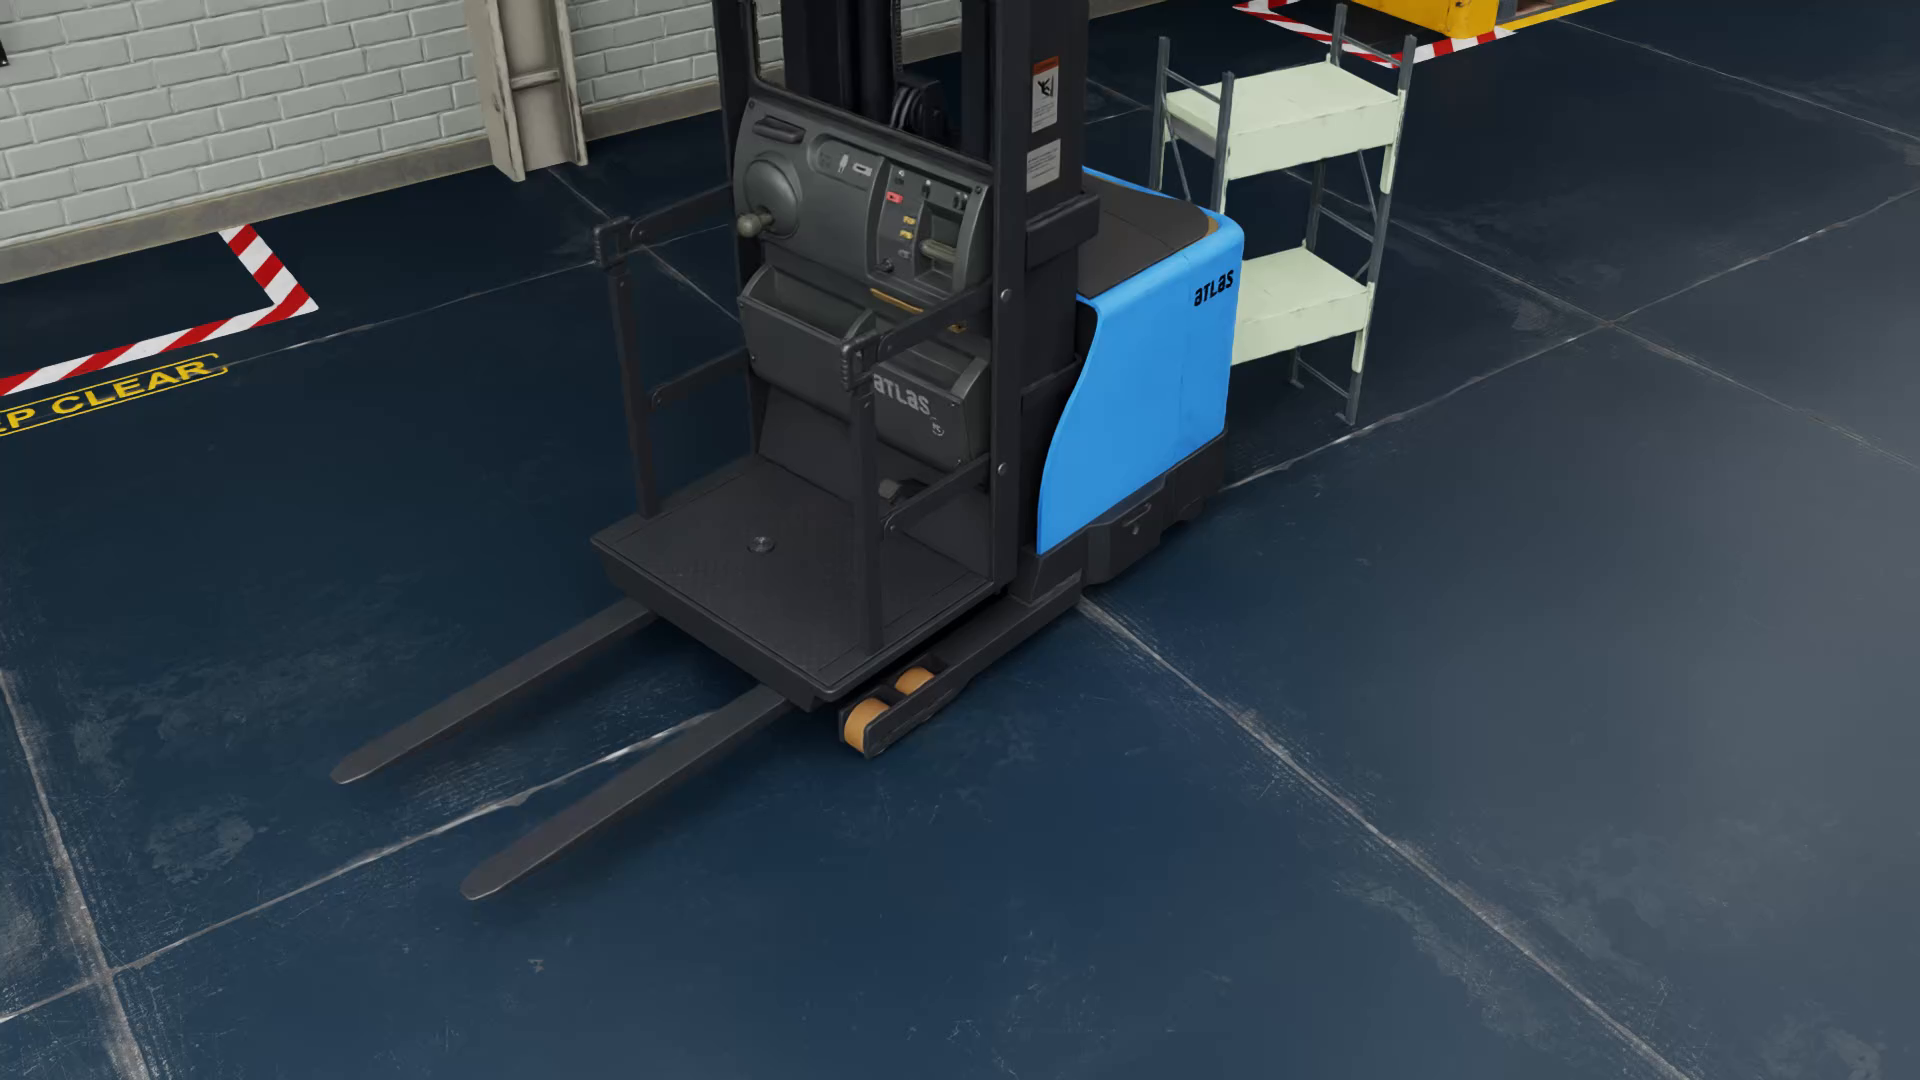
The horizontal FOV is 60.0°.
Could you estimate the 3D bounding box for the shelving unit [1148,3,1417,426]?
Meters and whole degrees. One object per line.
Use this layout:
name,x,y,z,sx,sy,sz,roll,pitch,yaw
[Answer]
shelving unit,1.083,-1.050,5.926,0.755,1.500,0.431,-17,39,-22

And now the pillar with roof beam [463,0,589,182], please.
pillar with roof beam,0.360,-3.503,2.914,0.400,9.000,9.100,-22,41,-28

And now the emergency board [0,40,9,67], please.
emergency board,-4.162,-2.309,6.392,0.643,1.169,0.194,-22,41,-28

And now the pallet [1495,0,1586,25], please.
pallet,3.457,-3.642,10.633,1.213,0.211,1.003,-22,41,-28

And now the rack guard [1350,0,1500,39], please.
rack guard,2.772,-3.503,10.192,0.348,0.500,1.175,-22,41,-28

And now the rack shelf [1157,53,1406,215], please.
rack shelf,1.083,-1.367,5.698,0.720,0.370,0.431,-17,39,-22

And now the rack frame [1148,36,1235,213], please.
rack frame,0.759,-0.951,5.788,0.023,1.500,0.400,-17,39,-22

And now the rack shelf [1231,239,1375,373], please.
rack shelf,1.083,-0.786,6.116,0.720,0.370,0.431,-17,39,-22

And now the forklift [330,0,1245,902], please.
forklift,-0.435,-0.896,4.486,1.130,2.935,3.031,28,44,33

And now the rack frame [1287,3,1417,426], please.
rack frame,1.407,-1.150,6.064,0.023,1.500,0.400,-17,39,-22
